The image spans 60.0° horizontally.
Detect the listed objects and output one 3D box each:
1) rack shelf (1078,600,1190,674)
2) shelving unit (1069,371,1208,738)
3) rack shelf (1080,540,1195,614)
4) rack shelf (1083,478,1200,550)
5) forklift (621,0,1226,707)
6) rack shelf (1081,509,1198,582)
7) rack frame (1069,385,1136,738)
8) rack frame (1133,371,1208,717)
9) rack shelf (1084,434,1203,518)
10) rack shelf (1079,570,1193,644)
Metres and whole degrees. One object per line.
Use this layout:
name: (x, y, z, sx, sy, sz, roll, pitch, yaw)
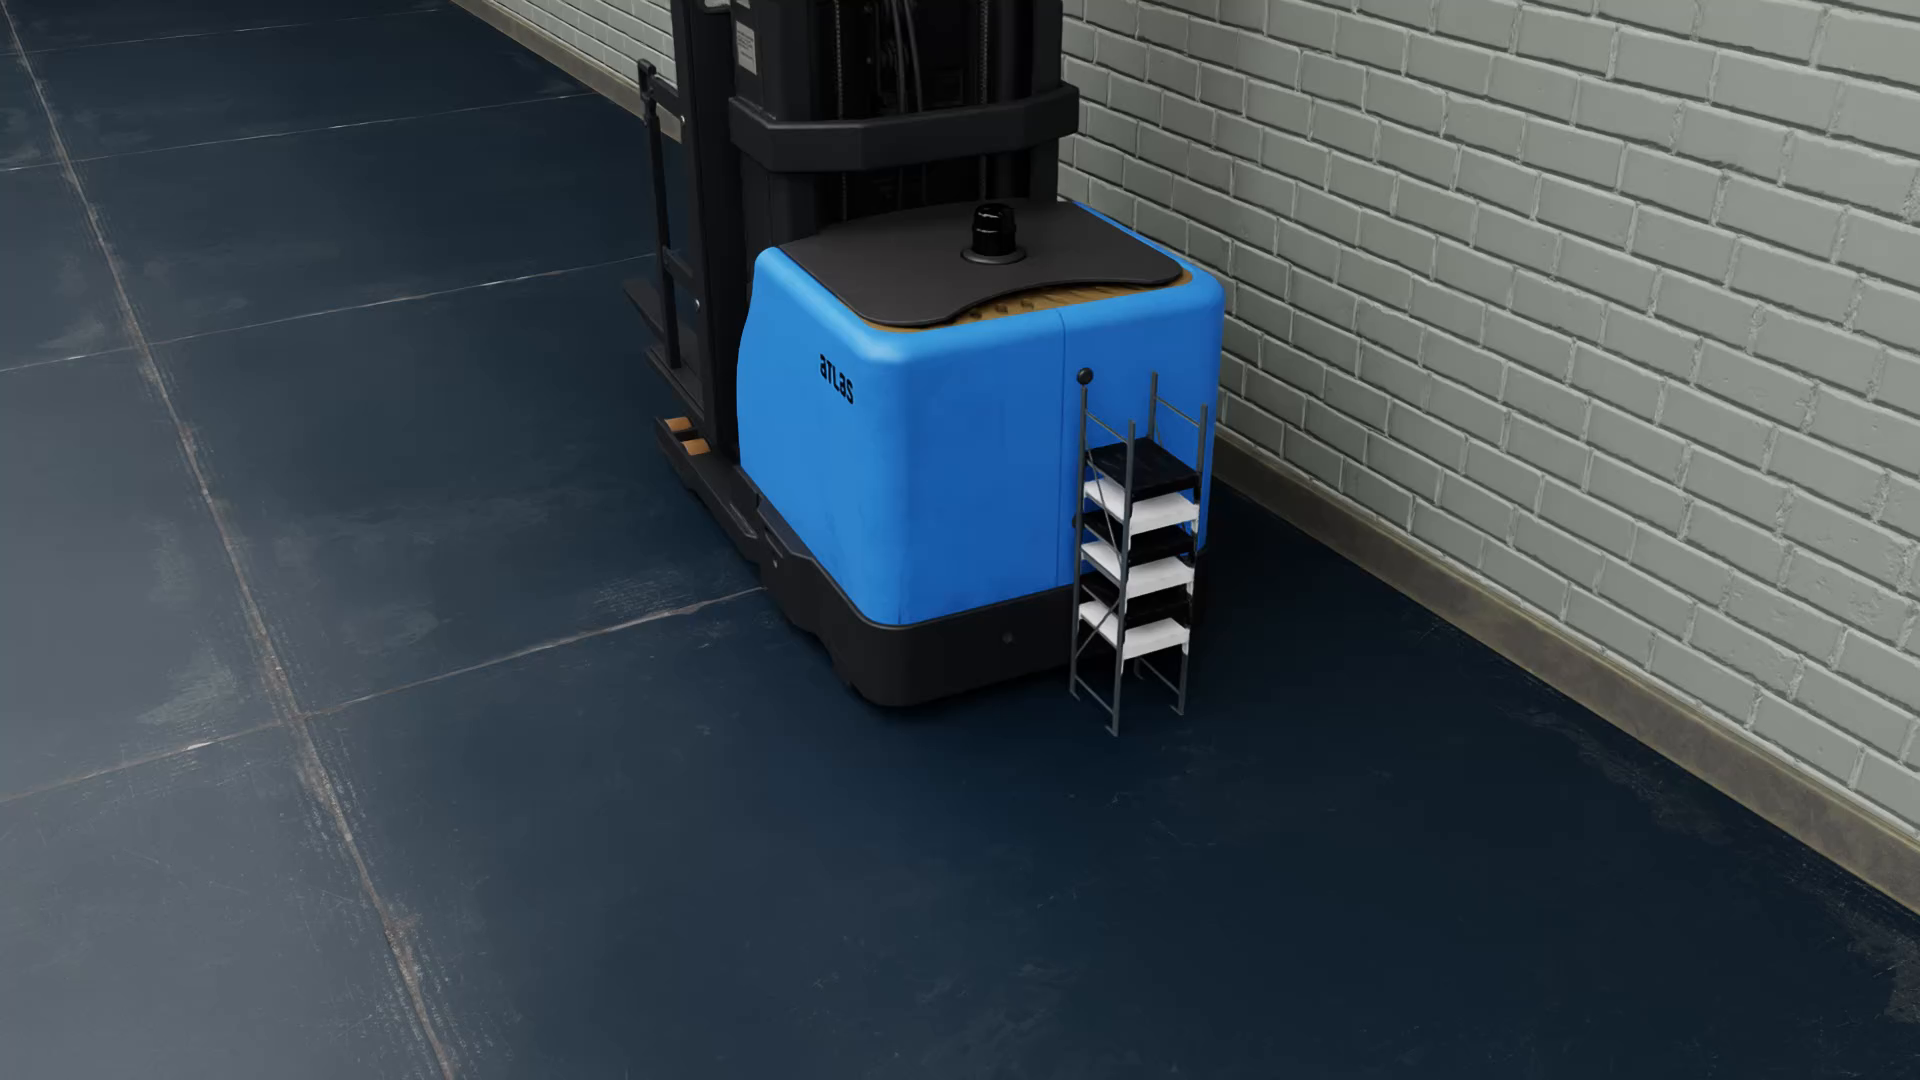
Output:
rack shelf: (0.444, 0.232, 4.340, 0.200, 0.077, 0.258, -14, 32, -23)
shelving unit: (0.444, 0.045, 4.237, 0.210, 0.900, 0.258, -14, 32, -23)
rack shelf: (0.444, 0.074, 4.253, 0.200, 0.077, 0.258, -14, 32, -23)
rack shelf: (0.444, -0.083, 4.166, 0.200, 0.077, 0.258, -14, 32, -23)
forklift: (-0.396, -1.538, 5.004, 1.130, 2.935, 3.031, -13, 31, -22)
rack shelf: (0.444, -0.004, 4.209, 0.200, 0.077, 0.258, -14, 32, -23)
rack frame: (0.354, 0.067, 4.196, 0.006, 0.900, 0.240, -14, 32, -23)
rack frame: (0.535, 0.023, 4.277, 0.006, 0.900, 0.240, -14, 32, -23)
rack shelf: (0.444, -0.162, 4.122, 0.200, 0.077, 0.258, -14, 32, -23)
rack shelf: (0.444, 0.153, 4.296, 0.200, 0.077, 0.258, -14, 32, -23)
